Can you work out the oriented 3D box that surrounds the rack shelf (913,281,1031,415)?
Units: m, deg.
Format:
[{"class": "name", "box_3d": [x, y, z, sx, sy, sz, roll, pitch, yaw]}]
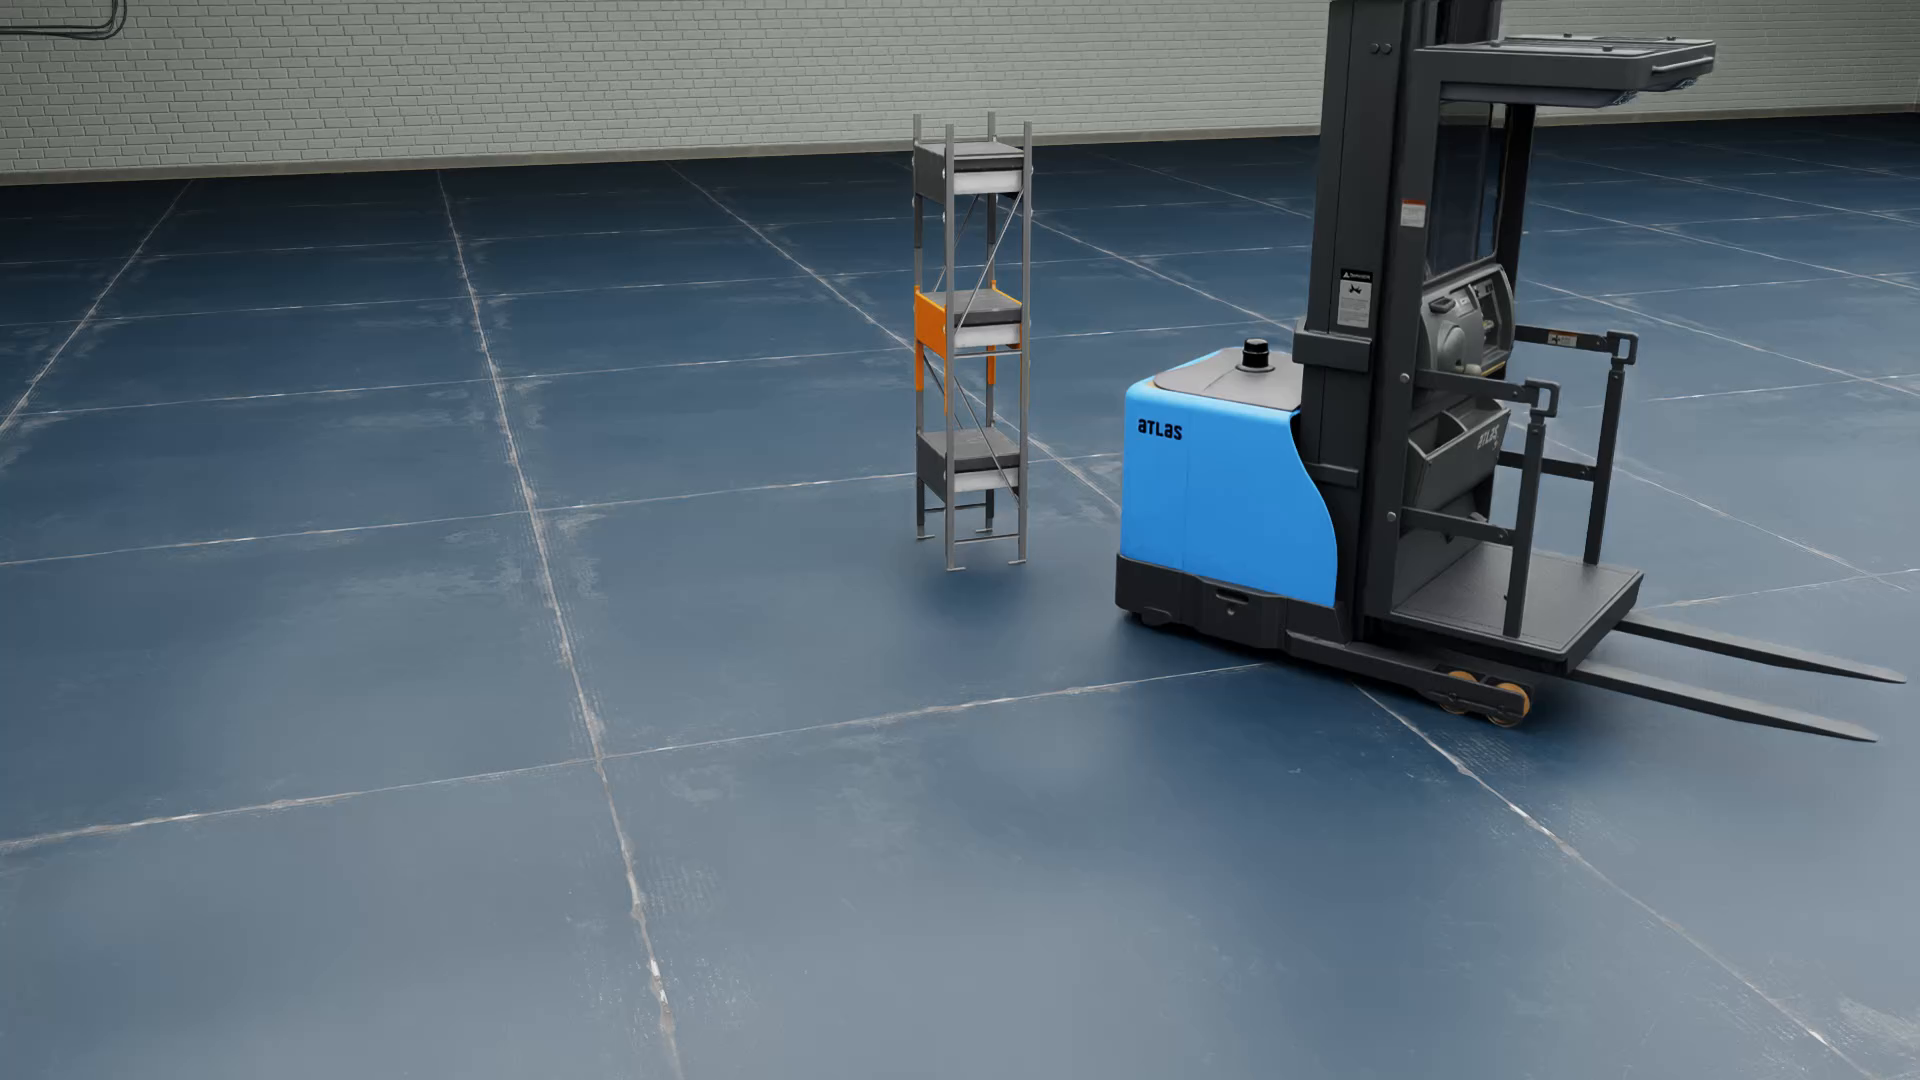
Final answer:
[{"class": "rack shelf", "box_3d": [0.052, -0.922, 7.918, 0.431, 0.518, 0.480, -6, 21, -17]}]

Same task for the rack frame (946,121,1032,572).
[{"class": "rack frame", "box_3d": [0.129, -0.857, 7.696, 0.400, 2.100, 0.015, -6, 21, -17]}]

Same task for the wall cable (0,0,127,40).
[{"class": "wall cable", "box_3d": [-11.722, -7.193, 19.724, 3.097, 2.526, 0.112, -6, 21, -17]}]

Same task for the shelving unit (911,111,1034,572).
[{"class": "shelving unit", "box_3d": [0.052, -0.935, 7.914, 0.431, 2.100, 0.503, -6, 21, -17]}]

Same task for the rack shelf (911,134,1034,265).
[{"class": "rack shelf", "box_3d": [0.052, -1.581, 7.682, 0.431, 0.518, 0.480, -6, 21, -17]}]

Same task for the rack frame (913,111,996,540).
[{"class": "rack frame", "box_3d": [-0.025, -1.013, 8.132, 0.400, 2.100, 0.015, -6, 21, -17]}]

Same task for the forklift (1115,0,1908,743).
[{"class": "forklift", "box_3d": [2.179, -0.862, 6.479, 3.031, 2.935, 1.130, 14, 24, 34]}]

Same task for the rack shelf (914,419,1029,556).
[{"class": "rack shelf", "box_3d": [0.052, -0.263, 8.155, 0.431, 0.518, 0.480, -6, 21, -17]}]
